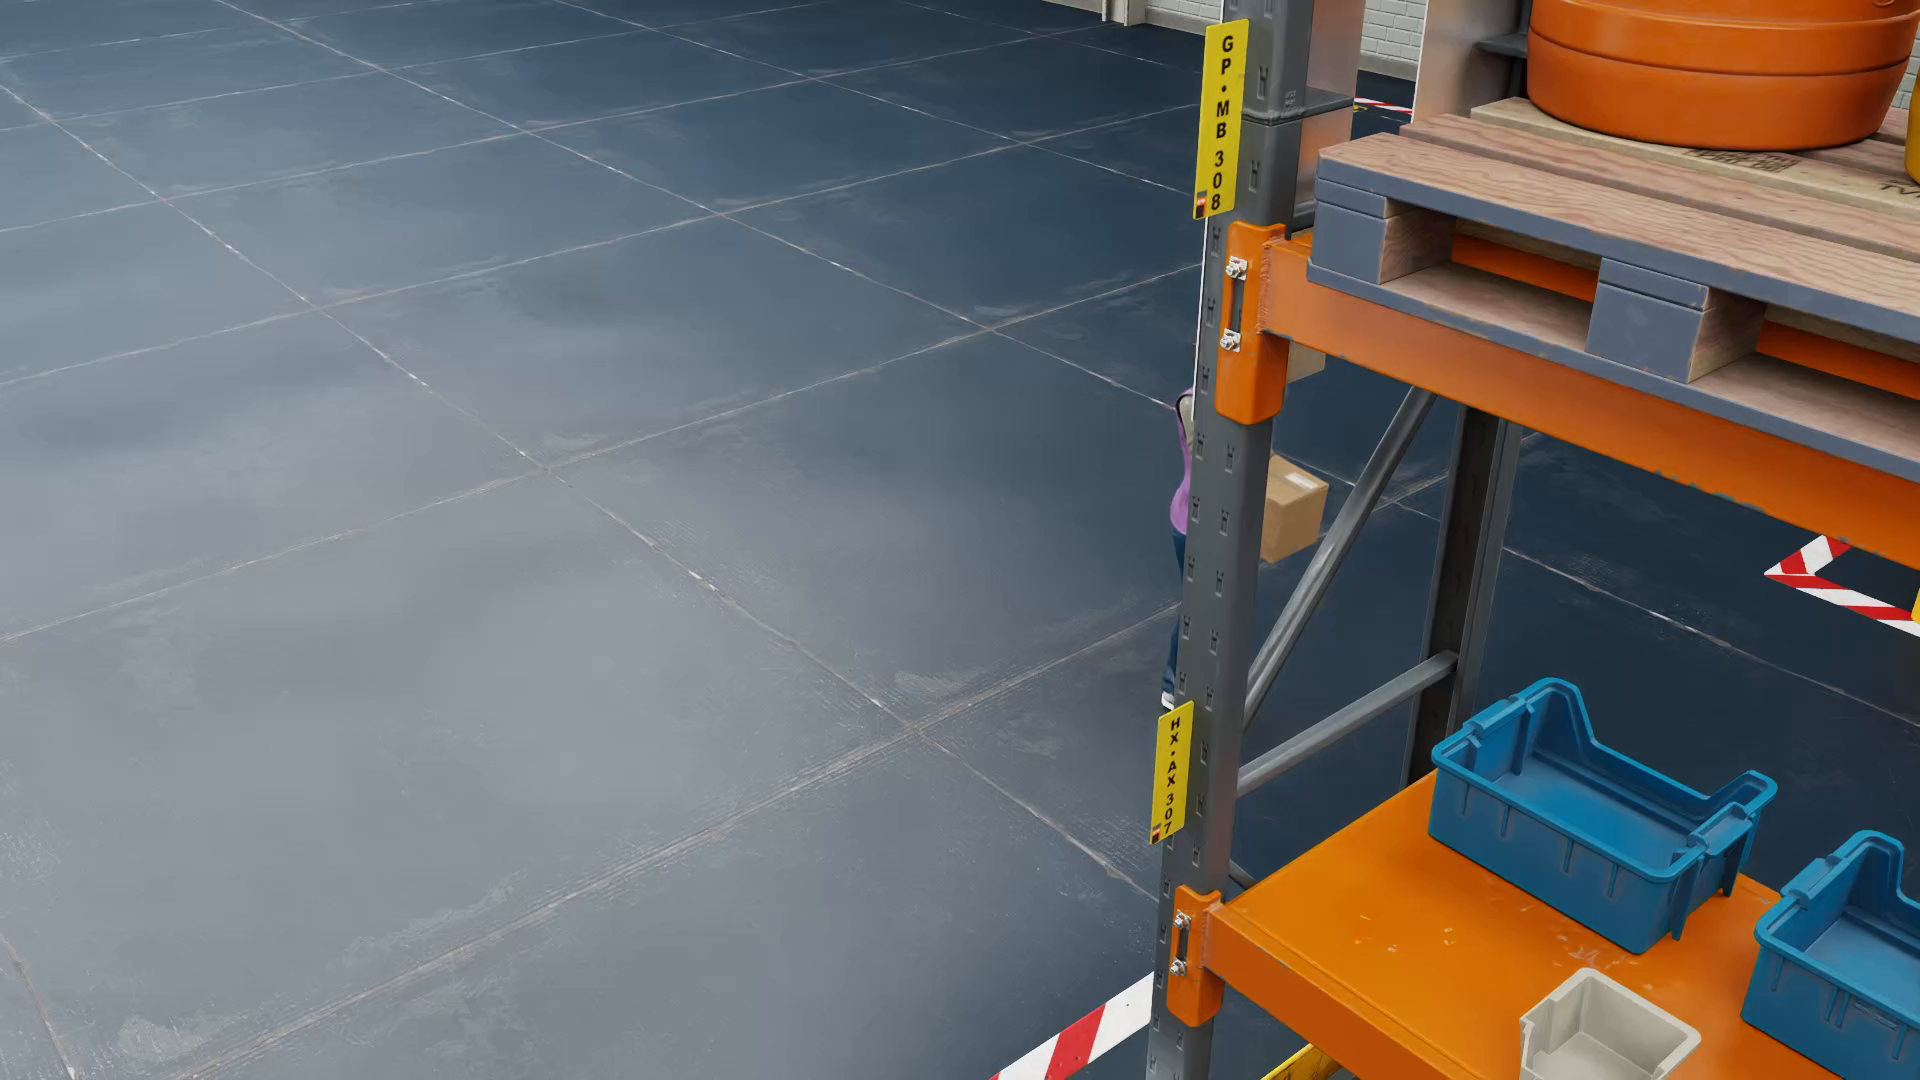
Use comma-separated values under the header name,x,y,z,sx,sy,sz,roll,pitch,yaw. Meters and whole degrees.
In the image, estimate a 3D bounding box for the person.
name,x,y,z,sx,sy,sz,roll,pitch,yaw
person,1.020,-0.025,6.185,0.407,1.588,0.496,-22,35,-35
